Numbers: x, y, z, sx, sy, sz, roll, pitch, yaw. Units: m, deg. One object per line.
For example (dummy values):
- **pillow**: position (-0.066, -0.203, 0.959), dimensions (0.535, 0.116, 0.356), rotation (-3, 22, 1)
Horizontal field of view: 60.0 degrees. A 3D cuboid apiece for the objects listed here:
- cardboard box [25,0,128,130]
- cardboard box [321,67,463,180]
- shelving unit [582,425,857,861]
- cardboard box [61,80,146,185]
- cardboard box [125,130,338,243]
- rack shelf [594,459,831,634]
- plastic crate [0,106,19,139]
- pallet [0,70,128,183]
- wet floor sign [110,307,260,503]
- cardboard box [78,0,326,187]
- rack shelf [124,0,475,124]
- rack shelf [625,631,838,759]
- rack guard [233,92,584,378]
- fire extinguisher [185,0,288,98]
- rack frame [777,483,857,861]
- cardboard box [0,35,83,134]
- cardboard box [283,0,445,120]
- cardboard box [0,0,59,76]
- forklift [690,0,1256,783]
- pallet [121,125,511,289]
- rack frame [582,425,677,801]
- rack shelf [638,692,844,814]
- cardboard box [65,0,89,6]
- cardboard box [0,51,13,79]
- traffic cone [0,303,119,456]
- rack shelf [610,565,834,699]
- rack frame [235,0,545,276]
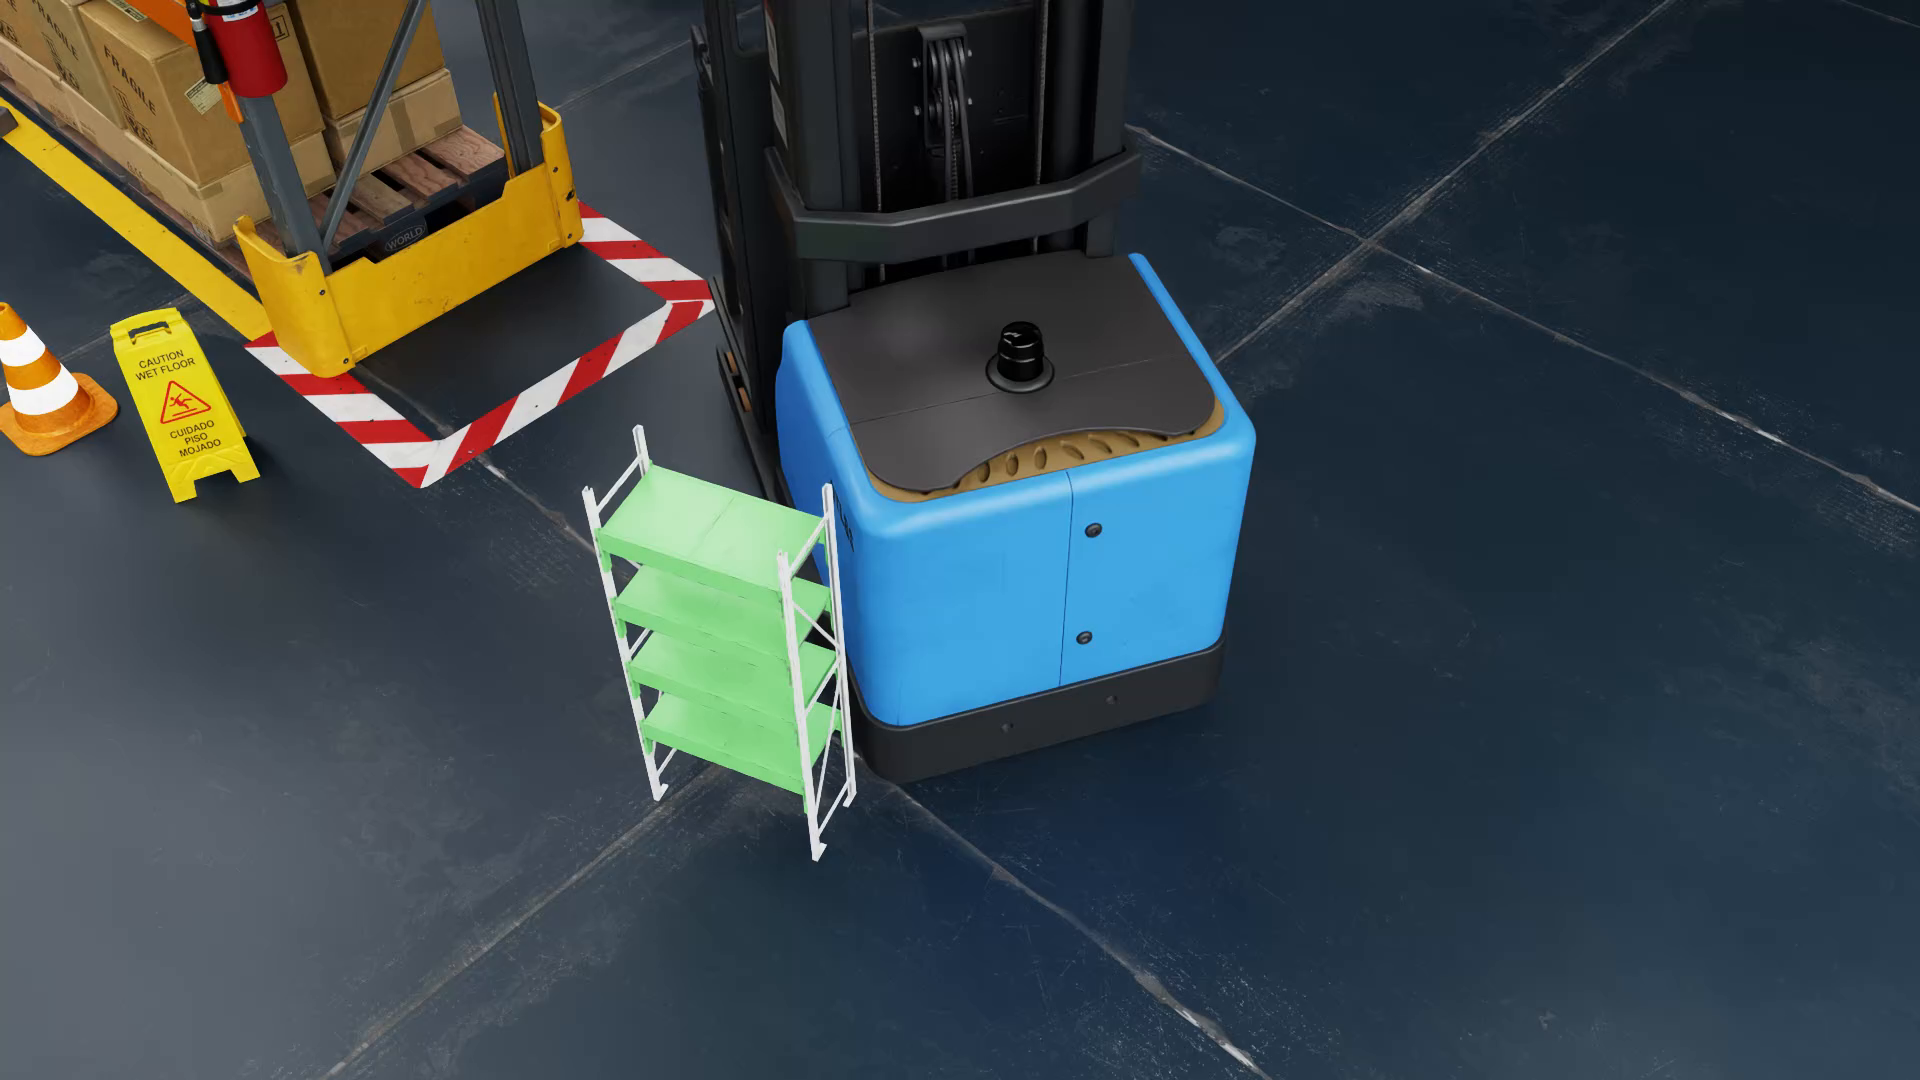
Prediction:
- **cardboard box**: position (-3.027, -1.902, 6.062), dimensions (0.500, 0.500, 0.500), rotation (36, 56, 29)
- **cardboard box**: position (-2.280, -1.680, 6.368), dimensions (0.500, 0.250, 0.500), rotation (33, 55, 27)
- **shelving unit**: position (-0.564, 0.296, 4.149), dimensions (0.503, 1.200, 0.258), rotation (17, 49, 16)
- **cardboard box**: position (-3.027, -1.649, 6.339), dimensions (0.500, 0.250, 0.500), rotation (34, 55, 28)
- **cardboard box**: position (-2.669, -1.400, 6.105), dimensions (0.500, 0.250, 0.500), rotation (34, 55, 28)
- **rack shelf**: position (-0.564, 0.011, 3.846), dimensions (0.480, 0.148, 0.258), rotation (17, 49, 16)
- **plastic crate**: position (-4.217, -1.693, 6.785), dimensions (0.583, 0.080, 0.402), rotation (17, 49, 15)
- **pallet**: position (-3.396, -2.037, 7.018), dimensions (1.213, 0.211, 1.003), rotation (34, 55, 28)
- **wet floor sign**: position (-2.461, -0.457, 5.237), dimensions (0.267, 0.644, 0.232), rotation (-21, 50, -18)
- **cardboard box**: position (-2.641, -1.646, 5.822), dimensions (0.500, 0.500, 0.500), rotation (34, 56, 28)
- **rack shelf**: position (-3.345, -2.673, 6.196), dimensions (4.000, 0.370, 1.077), rotation (34, 55, 28)
- **rack shelf**: position (-0.564, 0.340, 4.196), dimensions (0.480, 0.148, 0.258), rotation (17, 49, 16)
- **rack guard**: position (-1.931, -1.112, 5.951), dimensions (0.348, 0.500, 1.175), rotation (34, 55, 28)
- **fire extinguisher**: position (-2.104, -1.600, 4.748), dimensions (0.183, 0.674, 0.296), rotation (34, 55, 28)
- **rack frame**: position (-0.340, 0.366, 4.083), dimensions (0.015, 1.200, 0.240), rotation (17, 49, 16)
- **cardboard box**: position (-3.415, -1.905, 6.579), dimensions (0.500, 0.250, 0.500), rotation (32, 55, 26)
- **cardboard box**: position (-2.298, -1.948, 6.105), dimensions (0.500, 0.500, 0.500), rotation (32, 55, 27)
- **cardboard box**: position (-3.393, -2.156, 6.300), dimensions (0.500, 0.500, 0.500), rotation (33, 55, 27)
- **forklift**: position (-0.192, -1.440, 4.591), dimensions (1.130, 2.935, 3.031), rotation (-13, 48, -12)
- **pallet**: position (-2.504, -1.434, 6.452), dimensions (1.213, 0.211, 1.003), rotation (34, 55, 28)
- **rack frame**: position (-0.789, 0.226, 4.215), dimensions (0.015, 1.200, 0.240), rotation (17, 49, 16)
- **rack shelf**: position (-0.564, 0.504, 4.371), dimensions (0.480, 0.148, 0.258), rotation (17, 49, 16)
- **cardboard box**: position (-2.956, -2.014, 5.722), dimensions (0.250, 0.149, 0.380), rotation (36, 56, 29)
- **cardboard box**: position (-3.773, -2.156, 6.814), dimensions (0.500, 0.250, 0.500), rotation (33, 55, 27)
- **traffic cone**: position (-3.066, -0.584, 5.480), dimensions (0.334, 0.463, 0.336), rotation (34, 55, 28)
- **rack shelf**: position (-0.564, 0.175, 4.021), dimensions (0.480, 0.148, 0.258), rotation (17, 49, 16)
- **rack frame**: position (-1.875, -1.930, 5.005), dimensions (0.127, 3.000, 1.000), rotation (34, 55, 28)
